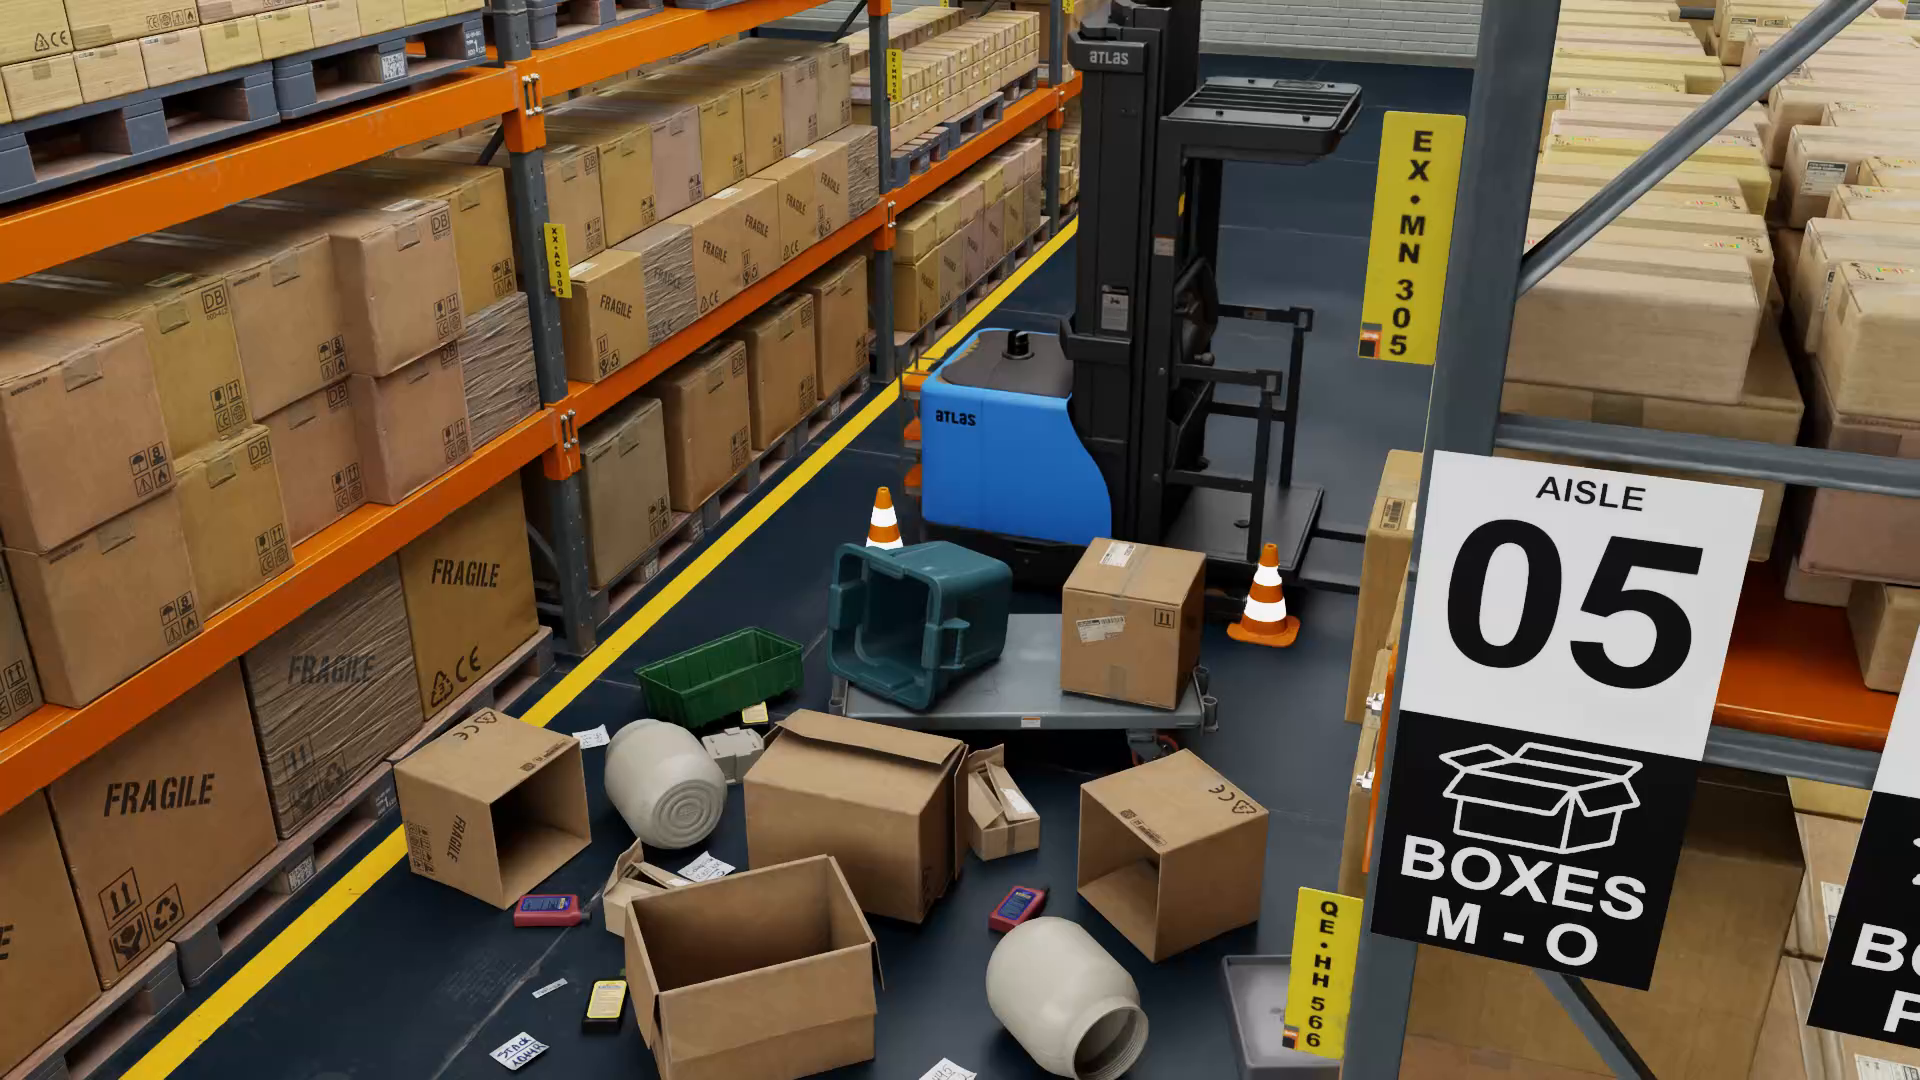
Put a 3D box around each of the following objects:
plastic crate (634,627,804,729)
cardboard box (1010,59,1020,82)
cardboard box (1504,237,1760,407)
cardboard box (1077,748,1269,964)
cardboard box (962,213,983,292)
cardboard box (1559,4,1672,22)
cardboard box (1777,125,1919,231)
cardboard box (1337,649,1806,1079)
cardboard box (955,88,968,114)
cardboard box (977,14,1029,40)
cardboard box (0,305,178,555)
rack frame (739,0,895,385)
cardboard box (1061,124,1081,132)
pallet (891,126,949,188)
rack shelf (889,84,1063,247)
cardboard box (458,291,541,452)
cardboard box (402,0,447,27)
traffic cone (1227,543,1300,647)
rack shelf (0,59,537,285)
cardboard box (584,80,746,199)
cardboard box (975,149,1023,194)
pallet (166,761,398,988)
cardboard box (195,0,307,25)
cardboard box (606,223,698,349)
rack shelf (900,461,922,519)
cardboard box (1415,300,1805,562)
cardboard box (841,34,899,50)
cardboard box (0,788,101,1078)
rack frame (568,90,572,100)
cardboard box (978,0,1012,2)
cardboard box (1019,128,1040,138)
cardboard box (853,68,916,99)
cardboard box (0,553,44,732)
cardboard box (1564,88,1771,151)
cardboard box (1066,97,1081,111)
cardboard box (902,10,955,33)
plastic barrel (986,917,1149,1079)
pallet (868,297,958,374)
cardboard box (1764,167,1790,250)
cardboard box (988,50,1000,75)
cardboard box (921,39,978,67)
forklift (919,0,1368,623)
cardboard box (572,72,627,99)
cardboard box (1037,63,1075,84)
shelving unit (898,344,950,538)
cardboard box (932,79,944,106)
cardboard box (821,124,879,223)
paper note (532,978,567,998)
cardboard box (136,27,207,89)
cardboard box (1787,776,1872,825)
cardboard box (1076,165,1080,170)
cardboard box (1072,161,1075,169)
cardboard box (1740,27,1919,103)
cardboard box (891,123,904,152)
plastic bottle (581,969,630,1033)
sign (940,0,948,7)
[{"bbox_3d":[-1.095,0.633,7.662,0.662,0.188,0.450,-20,23,-36],"label":"plastic crate"},{"bbox_3d":[0.273,-3.831,13.527,0.380,0.149,0.250,9,27,17],"label":"cardboard box"},{"bbox_3d":[0.932,-0.326,2.412,0.380,0.149,0.250,9,27,18],"label":"cardboard box"},{"bbox_3d":[0.789,1.175,6.247,0.500,0.500,0.500,-14,29,-27],"label":"cardboard box"},{"bbox_3d":[-0.135,-2.249,12.838,0.500,0.500,0.500,8,27,16],"label":"cardboard box"},{"bbox_3d":[1.748,-1.383,4.596,0.380,0.149,0.250,9,27,17],"label":"cardboard box"},{"bbox_3d":[1.764,-0.668,3.119,0.380,0.149,0.250,9,27,17],"label":"cardboard box"},{"bbox_3d":[1.062,0.581,3.004,0.700,0.500,0.500,8,27,16],"label":"cardboard box"},{"bbox_3d":[-0.163,-3.288,12.405,0.380,0.149,0.250,9,27,18],"label":"cardboard box"},{"bbox_3d":[0.351,-4.196,13.597,0.380,0.149,0.250,8,27,16],"label":"cardboard box"},{"bbox_3d":[-3.033,-0.375,5.171,0.875,0.550,0.550,9,27,17],"label":"cardboard box"},{"bbox_3d":[-0.942,-2.512,10.996,1.000,3.000,0.127,9,27,17],"label":"rack frame"},{"bbox_3d":[1.112,-3.860,15.887,0.380,0.149,0.250,9,27,19],"label":"cardboard box"},{"bbox_3d":[-0.805,-2.734,11.675,1.213,0.211,1.003,9,27,17],"label":"pallet"},{"bbox_3d":[-0.276,-3.010,12.851,1.077,0.370,4.000,9,27,17],"label":"rack shelf"},{"bbox_3d":[-2.384,-0.783,7.252,0.875,0.550,0.550,9,27,17],"label":"cardboard box"},{"bbox_3d":[-2.176,-2.040,6.270,0.380,0.149,0.250,9,27,18],"label":"cardboard box"},{"bbox_3d":[1.521,0.237,8.229,0.336,0.463,0.334,9,27,17],"label":"traffic cone"},{"bbox_3d":[-2.938,-1.073,5.407,1.077,0.370,4.000,9,27,17],"label":"rack shelf"},{"bbox_3d":[-1.606,-2.195,9.079,0.700,0.500,0.500,8,27,17],"label":"cardboard box"},{"bbox_3d":[0.196,-3.005,13.541,0.500,0.250,0.500,10,28,20],"label":"cardboard box"},{"bbox_3d":[-3.004,1.191,6.548,1.003,0.211,1.213,9,27,17],"label":"pallet"},{"bbox_3d":[-2.531,-1.866,5.455,0.500,0.250,0.500,9,27,17],"label":"cardboard box"},{"bbox_3d":[-1.677,-1.298,8.374,0.500,0.500,0.500,9,27,18],"label":"cardboard box"},{"bbox_3d":[-0.189,-0.266,9.257,0.215,0.259,0.240,9,27,17],"label":"rack shelf"},{"bbox_3d":[1.014,-0.214,2.639,0.500,0.250,0.500,8,27,17],"label":"cardboard box"},{"bbox_3d":[-0.691,-3.762,12.701,0.380,0.149,0.250,10,27,19],"label":"cardboard box"},{"bbox_3d":[-3.440,1.254,5.173,0.875,0.875,0.875,9,27,18],"label":"cardboard box"},{"bbox_3d":[-4.254,-4.917,15.963,1.000,3.000,0.127,9,27,17],"label":"rack frame"},{"bbox_3d":[0.291,-5.017,14.567,0.500,0.500,0.500,8,27,16],"label":"cardboard box"},{"bbox_3d":[0.546,-3.823,15.811,0.380,0.149,0.250,10,27,19],"label":"cardboard box"},{"bbox_3d":[-0.518,-3.128,11.393,0.380,0.149,0.250,8,27,16],"label":"cardboard box"},{"bbox_3d":[-3.361,0.320,4.976,0.875,0.550,0.550,9,27,17],"label":"cardboard box"},{"bbox_3d":[1.455,-0.834,3.461,0.380,0.149,0.250,8,27,16],"label":"cardboard box"},{"bbox_3d":[1.038,-4.478,17.163,0.380,0.149,0.250,7,27,15],"label":"cardboard box"},{"bbox_3d":[-0.262,-4.289,13.790,0.380,0.149,0.250,10,27,19],"label":"cardboard box"},{"bbox_3d":[0.357,1.543,5.578,0.421,0.421,0.512,-14,29,-27],"label":"plastic barrel"},{"bbox_3d":[-0.680,-1.578,12.267,1.003,0.211,1.213,9,27,17],"label":"pallet"},{"bbox_3d":[1.842,-0.554,3.341,0.500,0.250,0.500,10,27,19],"label":"cardboard box"},{"bbox_3d":[0.097,-3.744,13.005,0.380,0.149,0.250,7,27,15],"label":"cardboard box"},{"bbox_3d":[-0.083,-3.660,12.491,0.380,0.149,0.250,8,27,17],"label":"cardboard box"},{"bbox_3d":[1.359,-1.138,8.238,3.031,2.935,1.130,9,27,17],"label":"forklift"},{"bbox_3d":[-3.959,-4.409,16.870,0.875,0.875,0.875,9,27,17],"label":"cardboard box"},{"bbox_3d":[0.792,-4.112,14.589,0.380,0.149,0.250,10,28,19],"label":"cardboard box"},{"bbox_3d":[-0.189,-0.526,9.131,0.215,1.050,0.252,9,27,17],"label":"shelving unit"},{"bbox_3d":[-0.334,-3.217,11.917,0.380,0.149,0.250,9,27,18],"label":"cardboard box"},{"bbox_3d":[-0.838,-2.333,10.512,0.500,0.500,0.500,9,27,17],"label":"cardboard box"},{"bbox_3d":[-1.463,1.599,5.935,0.123,0.001,0.032,-20,33,-36],"label":"paper note"},{"bbox_3d":[-2.599,-1.516,5.189,0.380,0.149,0.250,9,27,17],"label":"cardboard box"},{"bbox_3d":[1.855,0.696,3.915,0.500,0.500,0.500,8,27,16],"label":"cardboard box"},{"bbox_3d":[0.973,-3.495,15.817,0.380,0.149,0.250,8,27,16],"label":"cardboard box"},{"bbox_3d":[0.859,-3.521,15.527,0.380,0.149,0.250,9,27,17],"label":"cardboard box"},{"bbox_3d":[2.197,-1.196,4.209,0.380,0.149,0.250,8,27,16],"label":"cardboard box"},{"bbox_3d":[-0.602,-2.743,11.279,0.380,0.149,0.250,8,27,17],"label":"cardboard box"},{"bbox_3d":[-1.238,1.614,5.846,0.133,0.061,0.283,0,26,-1],"label":"plastic bottle"},{"bbox_3d":[-0.125,-4.621,14.359,0.100,0.325,0.005,9,27,17],"label":"sign"}]
